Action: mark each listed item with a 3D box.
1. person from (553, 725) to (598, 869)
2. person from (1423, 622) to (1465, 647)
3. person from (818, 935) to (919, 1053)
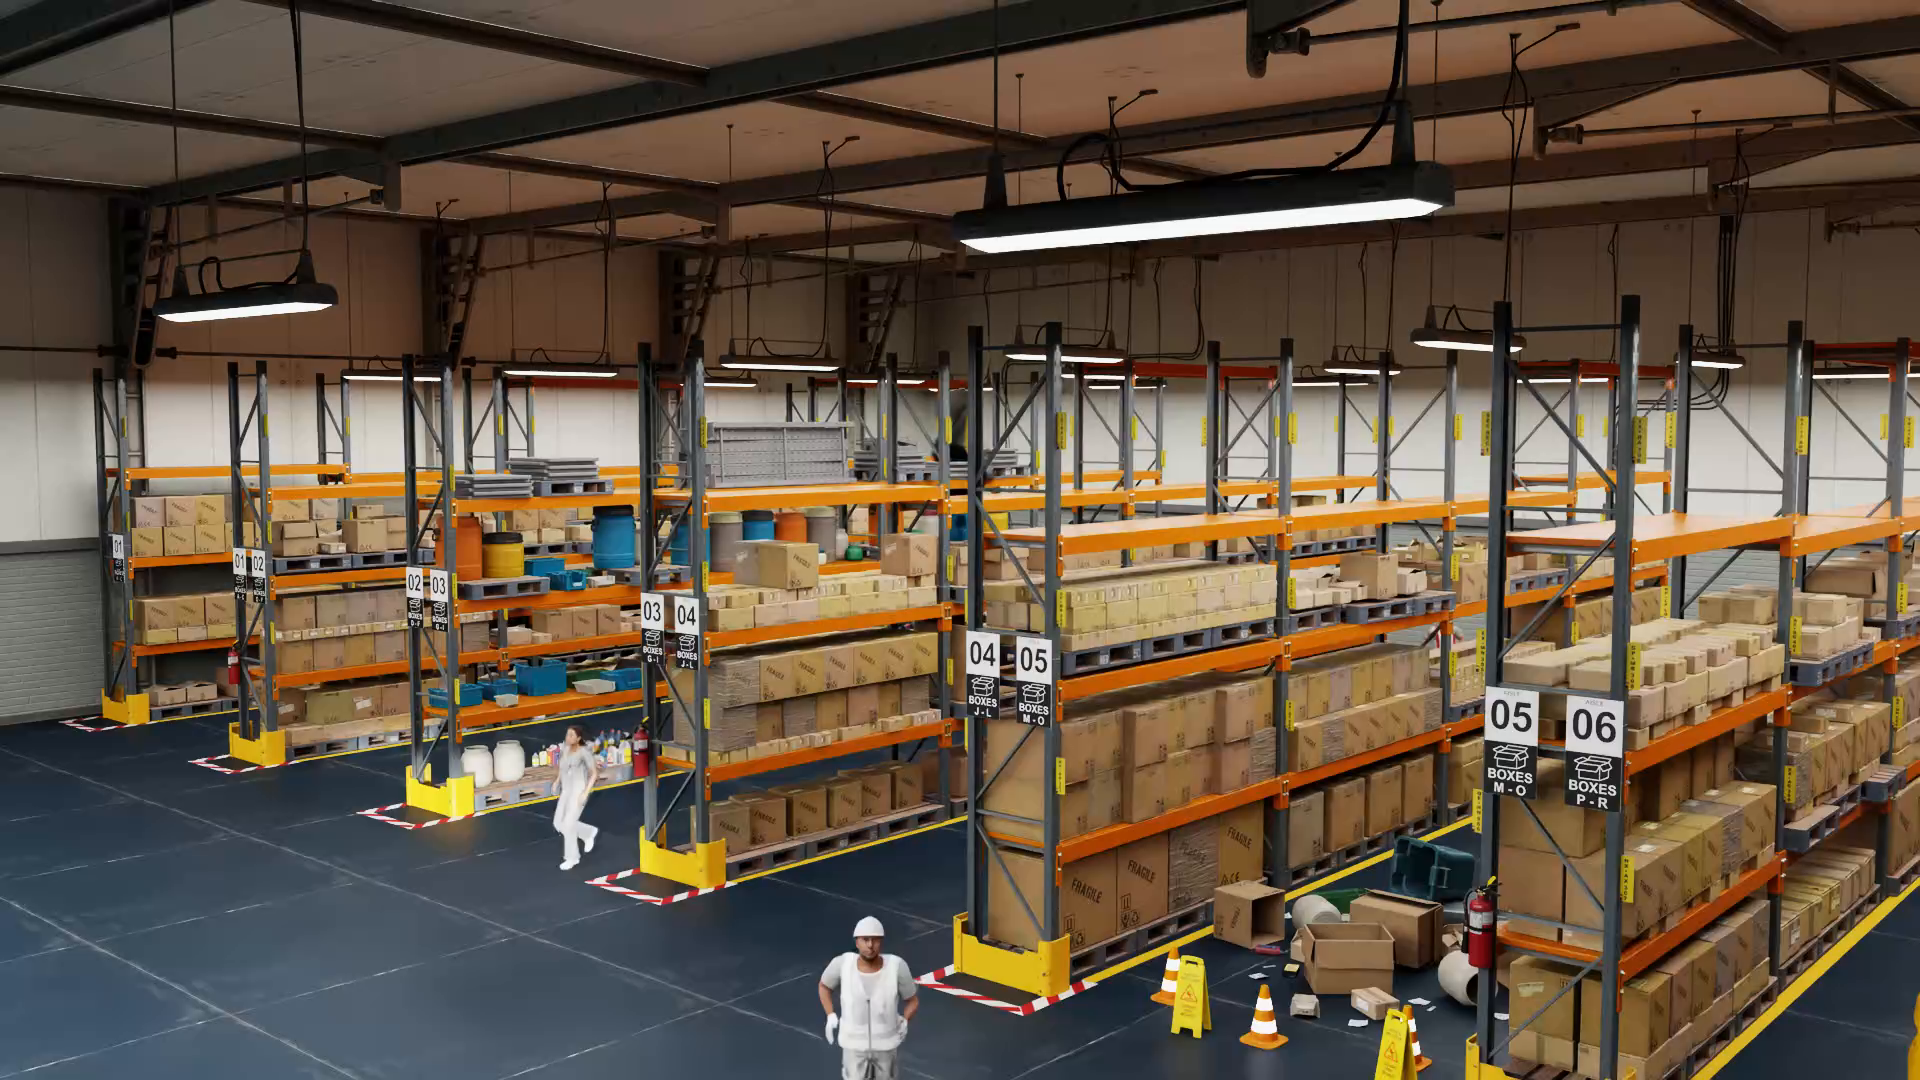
[{"bbox_3d":[-4.427,2.935,19.234,0.599,1.617,0.571,3,5,38],"label":"person"},{"bbox_3d":[8.615,2.146,29.527,0.714,1.742,0.692,0,4,4],"label":"person"},{"bbox_3d":[-0.621,3.527,11.365,0.682,1.624,0.941,0,4,-6],"label":"person"}]
